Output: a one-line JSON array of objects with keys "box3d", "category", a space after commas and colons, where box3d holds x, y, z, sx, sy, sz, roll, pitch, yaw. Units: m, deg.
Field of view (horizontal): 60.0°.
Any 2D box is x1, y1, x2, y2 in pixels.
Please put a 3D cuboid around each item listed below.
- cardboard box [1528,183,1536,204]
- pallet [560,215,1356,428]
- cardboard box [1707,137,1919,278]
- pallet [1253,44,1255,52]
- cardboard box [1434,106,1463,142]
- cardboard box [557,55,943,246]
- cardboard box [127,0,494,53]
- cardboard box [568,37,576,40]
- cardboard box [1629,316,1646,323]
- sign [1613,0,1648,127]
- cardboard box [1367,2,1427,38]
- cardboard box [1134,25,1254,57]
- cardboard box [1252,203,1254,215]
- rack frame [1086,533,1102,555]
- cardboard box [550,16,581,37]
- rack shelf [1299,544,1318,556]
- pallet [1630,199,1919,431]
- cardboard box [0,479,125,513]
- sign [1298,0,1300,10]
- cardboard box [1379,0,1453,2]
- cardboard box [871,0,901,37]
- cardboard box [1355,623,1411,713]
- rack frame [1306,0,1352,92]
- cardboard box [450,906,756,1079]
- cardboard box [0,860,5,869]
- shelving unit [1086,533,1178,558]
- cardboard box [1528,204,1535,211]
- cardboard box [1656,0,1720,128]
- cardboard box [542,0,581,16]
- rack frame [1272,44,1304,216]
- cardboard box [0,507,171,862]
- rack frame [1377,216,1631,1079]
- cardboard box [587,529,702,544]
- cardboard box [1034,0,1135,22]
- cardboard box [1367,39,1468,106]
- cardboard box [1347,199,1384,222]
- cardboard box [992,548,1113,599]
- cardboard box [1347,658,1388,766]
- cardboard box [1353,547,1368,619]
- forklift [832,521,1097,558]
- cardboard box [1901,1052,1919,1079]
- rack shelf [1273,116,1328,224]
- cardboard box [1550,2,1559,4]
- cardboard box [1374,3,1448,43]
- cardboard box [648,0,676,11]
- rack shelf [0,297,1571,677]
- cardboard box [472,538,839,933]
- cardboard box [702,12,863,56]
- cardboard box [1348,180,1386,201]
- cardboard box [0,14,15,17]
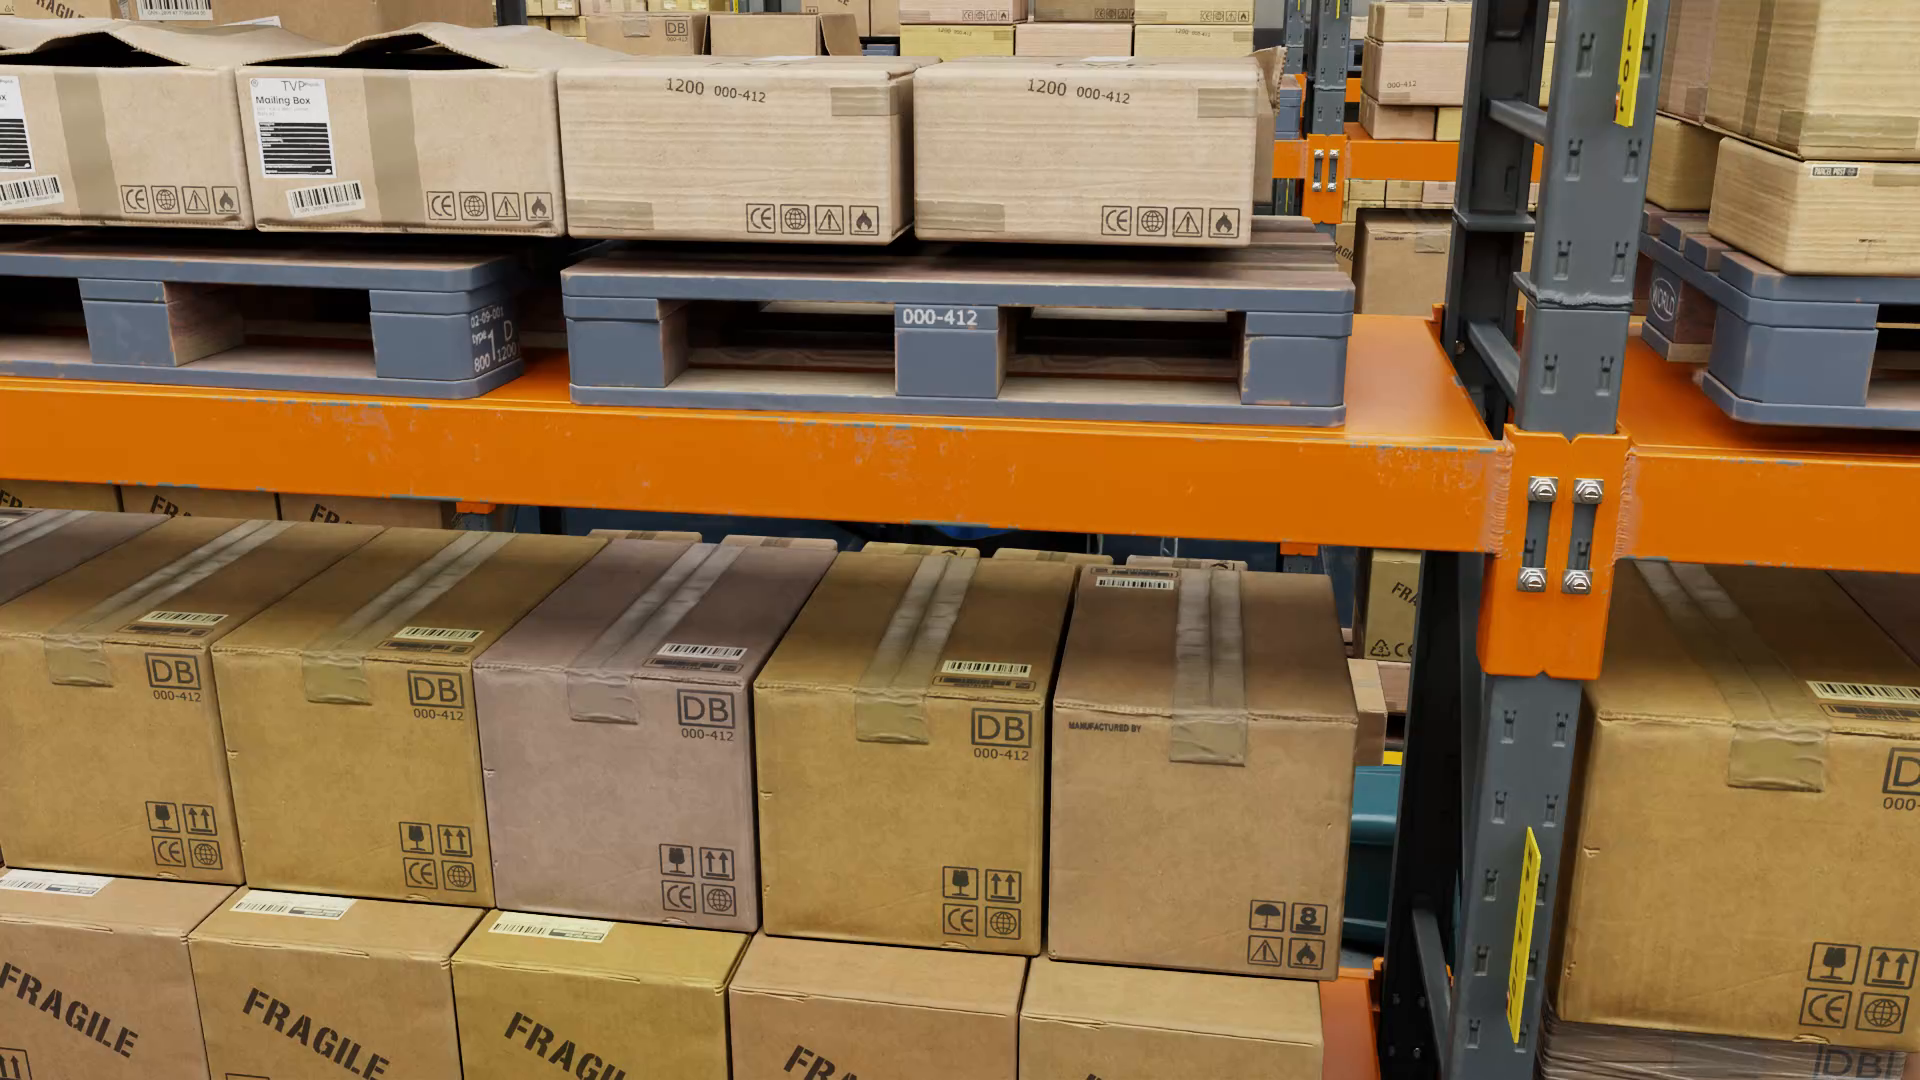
[{"box3d": [3.963, -2.509, 11.927, 0.250, 0.149, 0.380, 3, 19, 8], "category": "cardboard box"}, {"box3d": [0.029, -0.414, 2.886, 1.217, 0.209, 0.805, 2, 19, 6], "category": "pallet"}, {"box3d": [1.247, -0.476, 2.348, 0.250, 0.149, 0.380, 3, 19, 8], "category": "cardboard box"}, {"box3d": [1.538, -3.534, 12.213, 1.217, 0.209, 0.805, 2, 19, 6], "category": "pallet"}, {"box3d": [2.145, -1.786, 7.083, 0.250, 0.149, 0.380, 3, 19, 9], "category": "cardboard box"}, {"box3d": [-0.312, -0.642, 2.685, 0.500, 0.250, 0.500, 3, 19, 8], "category": "cardboard box"}, {"box3d": [-1.247, -0.969, 3.268, 0.500, 0.500, 0.500, 3, 19, 9], "category": "cardboard box"}, {"box3d": [-3.074, -3.715, 12.688, 0.500, 0.250, 0.500, 3, 19, 9], "category": "cardboard box"}, {"box3d": [3.020, -1.113, 7.201, 0.500, 0.500, 0.700, 3, 19, 7], "category": "cardboard box"}, {"box3d": [0.865, -0.698, 2.123, 0.005, 0.325, 0.100, 3, 19, 9], "category": "sign"}, {"box3d": [1.975, -2.341, 7.484, 0.250, 0.149, 0.380, 3, 19, 10], "category": "cardboard box"}, {"box3d": [1.028, -2.142, 7.323, 0.500, 0.250, 0.500, 3, 19, 8], "category": "cardboard box"}, {"box3d": [2.038, -2.465, 12.263, 0.250, 0.149, 0.380, 4, 19, 11], "category": "cardboard box"}, {"box3d": [0.820, -0.369, 10.014, 0.015, 1.200, 0.240, -5, 19, -14], "category": "rack frame"}, {"box3d": [-2.926, -3.914, 12.654, 0.250, 0.149, 0.380, 3, 19, 9], "category": "cardboard box"}, {"box3d": [3.602, -0.165, 7.703, 4.000, 0.370, 1.077, 3, 19, 9], "category": "rack shelf"}, {"box3d": [1.748, -0.387, 2.645, 1.213, 0.211, 1.003, 3, 19, 9], "category": "pallet"}, {"box3d": [-4.754, -0.152, 9.217, 0.875, 0.875, 0.875, 3, 19, 10], "category": "cardboard box"}, {"box3d": [2.334, -3.809, 11.421, 0.005, 0.325, 0.100, 3, 19, 9], "category": "sign"}, {"box3d": [3.194, -3.671, 11.641, 0.500, 0.311, 0.500, 3, 19, 10], "category": "cardboard box"}, {"box3d": [-0.348, -3.973, 12.246, 0.500, 0.500, 0.700, 3, 19, 8], "category": "cardboard box"}, {"box3d": [2.167, 0.612, 7.918, 0.500, 0.250, 0.500, 2, 19, 6], "category": "cardboard box"}, {"box3d": [1.627, -3.452, 6.938, 0.127, 3.000, 1.000, 3, 19, 9], "category": "rack frame"}, {"box3d": [-0.614, 0.908, 3.204, 0.500, 0.500, 0.500, 3, 19, 9], "category": "cardboard box"}, {"box3d": [-2.105, 0.832, 3.432, 0.500, 0.500, 0.500, 3, 19, 8], "category": "cardboard box"}, {"box3d": [1.055, -0.389, 10.074, 0.503, 1.200, 0.258, -5, 19, -14], "category": "shelving unit"}, {"box3d": [3.943, -2.345, 11.906, 0.250, 0.149, 0.380, 2, 19, 7], "category": "cardboard box"}, {"box3d": [1.469, -0.846, 2.825, 0.500, 0.250, 0.500, 3, 19, 8], "category": "cardboard box"}, {"box3d": [-2.957, -4.023, 12.511, 0.250, 0.149, 0.380, 3, 19, 7], "category": "cardboard box"}, {"box3d": [2.411, -2.162, 12.538, 0.127, 3.000, 1.000, 3, 19, 9], "category": "rack frame"}, {"box3d": [-2.066, 0.277, 3.516, 0.500, 0.500, 0.700, 3, 19, 8], "category": "cardboard box"}, {"box3d": [0.942, 0.949, 3.240, 0.127, 3.000, 1.000, 3, 19, 9], "category": "rack frame"}, {"box3d": [-1.766, 0.270, 8.748, 0.625, 0.372, 0.950, 2, 19, 5], "category": "cardboard box"}, {"box3d": [0.620, -2.572, 7.821, 0.500, 0.250, 0.500, 3, 19, 7], "category": "cardboard box"}, {"box3d": [2.018, -1.992, 7.068, 0.500, 0.250, 0.500, 3, 19, 7], "category": "cardboard box"}, {"box3d": [2.940, -2.406, 12.088, 0.250, 0.149, 0.380, 3, 19, 10], "category": "cardboard box"}, {"box3d": [0.399, 0.379, 8.422, 0.625, 0.372, 0.950, 4, 19, 12], "category": "cardboard box"}, {"box3d": [1.375, 0.778, 6.495, 0.500, 0.500, 0.500, 3, 19, 9], "category": "cardboard box"}, {"box3d": [2.254, 0.088, 8.303, 0.500, 0.500, 0.500, 3, 19, 8], "category": "cardboard box"}, {"box3d": [-0.357, -1.576, 10.896, 1.130, 2.935, 3.031, -11, 22, -30], "category": "forklift"}, {"box3d": [1.855, 0.913, 3.110, 0.550, 0.550, 0.875, 3, 19, 9], "category": "cardboard box"}, {"box3d": [-0.347, -1.789, 7.829, 4.000, 0.370, 1.077, 3, 19, 9], "category": "rack shelf"}, {"box3d": [2.763, -2.339, 7.478, 0.250, 0.149, 0.380, 3, 19, 10], "category": "cardboard box"}, {"box3d": [1.887, -2.170, 6.974, 0.250, 0.149, 0.380, 3, 19, 8], "category": "cardboard box"}, {"box3d": [-2.168, -4.016, 12.491, 0.250, 0.149, 0.380, 2, 19, 7], "category": "cardboard box"}, {"box3d": [-1.033, -0.233, 3.179, 4.000, 0.370, 1.077, 3, 19, 9], "category": "rack shelf"}, {"box3d": [-0.556, 0.353, 3.287, 0.500, 0.500, 0.700, 3, 19, 9], "category": "cardboard box"}, {"box3d": [-0.812, -2.212, 7.797, 0.637, 0.503, 0.797, 3, 19, 9], "category": "cardboard box"}, {"box3d": [2.954, -2.570, 12.108, 0.250, 0.149, 0.380, 3, 19, 9], "category": "cardboard box"}, {"box3d": [-7.520, -4.083, 13.319, 0.500, 0.250, 0.500, 3, 19, 8], "category": "cardboard box"}]
